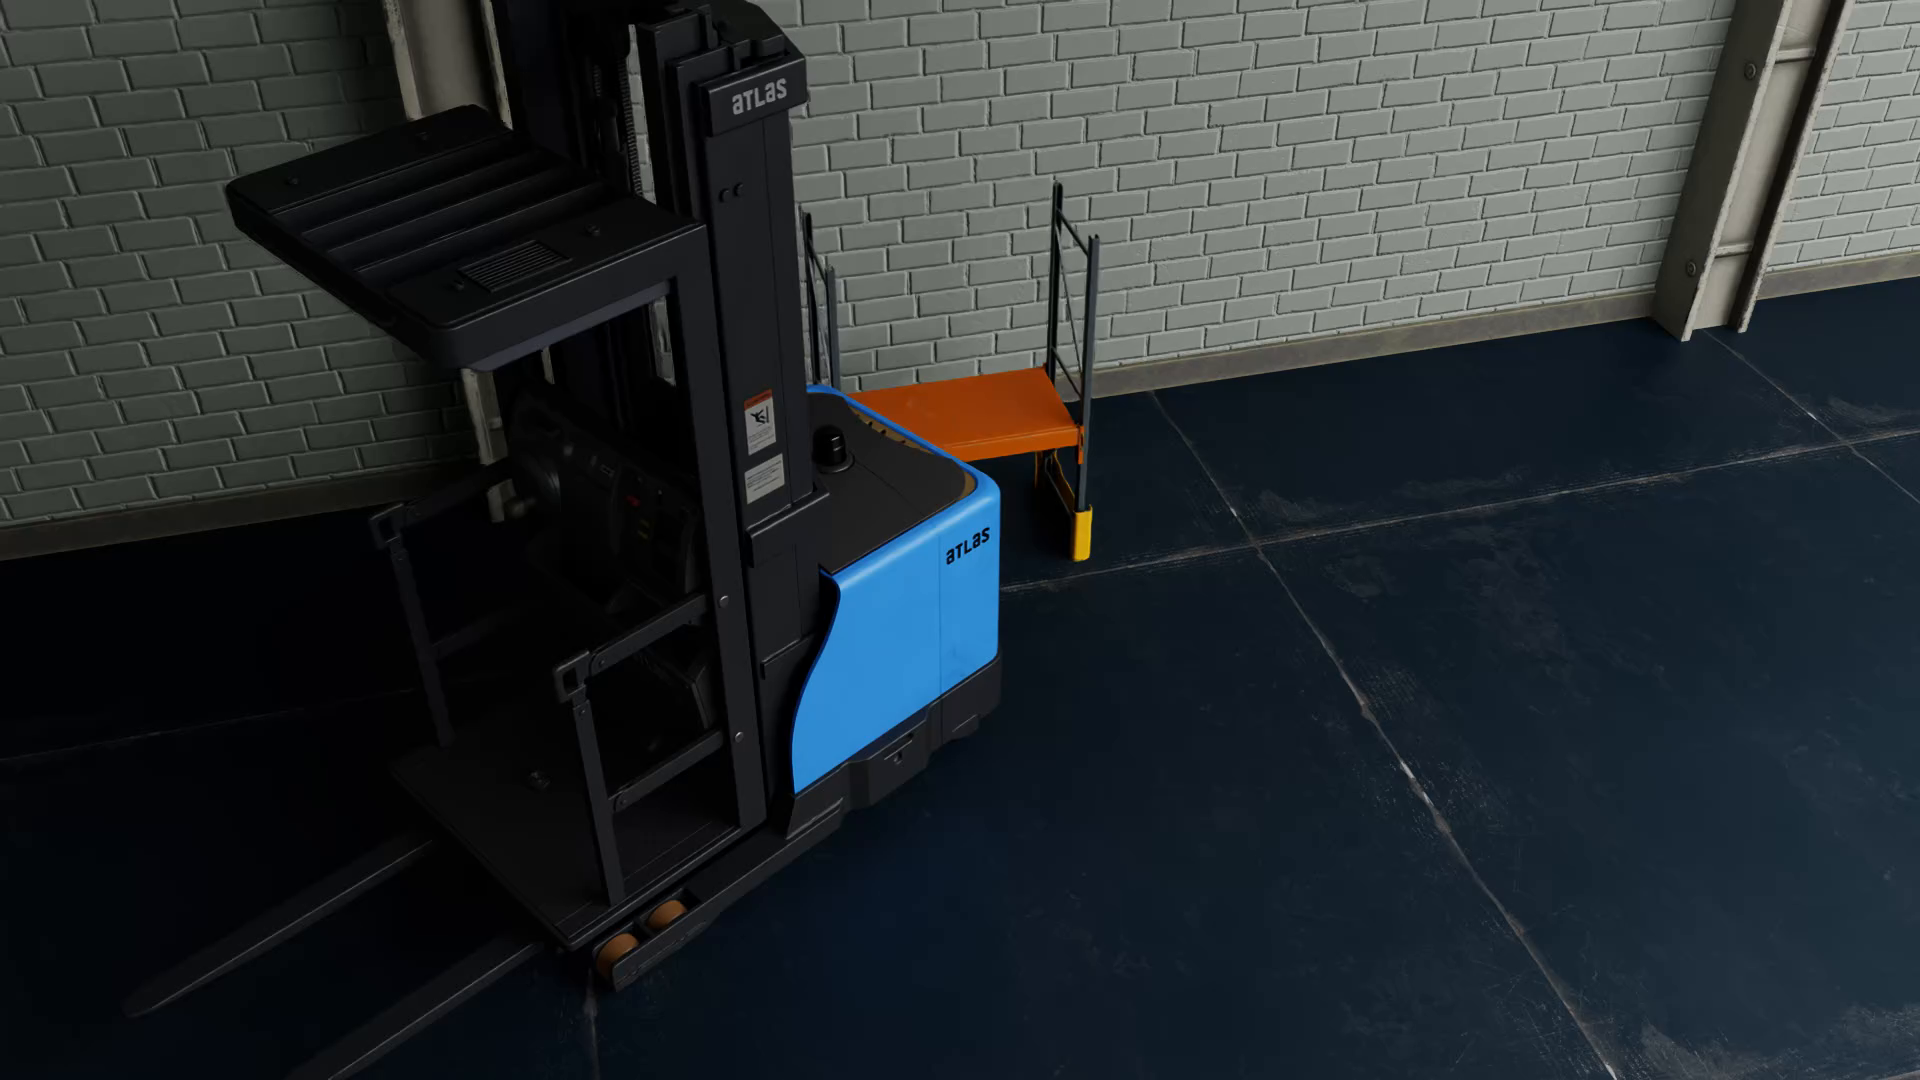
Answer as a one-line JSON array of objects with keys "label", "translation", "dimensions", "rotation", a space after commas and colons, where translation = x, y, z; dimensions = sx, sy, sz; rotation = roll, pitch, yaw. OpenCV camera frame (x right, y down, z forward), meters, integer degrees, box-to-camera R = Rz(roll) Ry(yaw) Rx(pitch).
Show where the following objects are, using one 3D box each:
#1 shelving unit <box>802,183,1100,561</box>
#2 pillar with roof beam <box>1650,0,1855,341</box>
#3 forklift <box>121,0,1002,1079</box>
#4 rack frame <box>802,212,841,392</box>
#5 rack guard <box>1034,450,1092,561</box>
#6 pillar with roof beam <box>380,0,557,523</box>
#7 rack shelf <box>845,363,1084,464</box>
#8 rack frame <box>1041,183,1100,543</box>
[{"label": "shelving unit", "translation": [-0.034, -0.606, 6.808], "dimensions": [1.083, 1.500, 0.587], "rotation": [-9, 38, -12]}, {"label": "pillar with roof beam", "translation": [4.997, -2.197, 2.715], "dimensions": [0.400, 9.000, 9.100], "rotation": [-9, 38, -12]}, {"label": "forklift", "translation": [-1.240, -0.082, 4.945], "dimensions": [1.130, 2.935, 3.031], "rotation": [31, 47, 34]}, {"label": "rack frame", "translation": [-0.534, -0.526, 6.703], "dimensions": [0.032, 1.500, 0.500], "rotation": [-9, 38, -12]}, {"label": "rack guard", "translation": [0.448, -0.187, 7.289], "dimensions": [0.087, 0.250, 0.587], "rotation": [-9, 38, -12]}, {"label": "pillar with roof beam", "translation": [-0.796, -1.246, 1.473], "dimensions": [0.400, 9.000, 9.100], "rotation": [-9, 38, -12]}, {"label": "rack shelf", "translation": [-0.042, -0.462, 6.915], "dimensions": [1.000, 0.185, 0.538], "rotation": [-9, 38, -12]}, {"label": "rack frame", "translation": [0.449, -0.684, 6.909], "dimensions": [0.032, 1.500, 0.500], "rotation": [-9, 38, -12]}]
